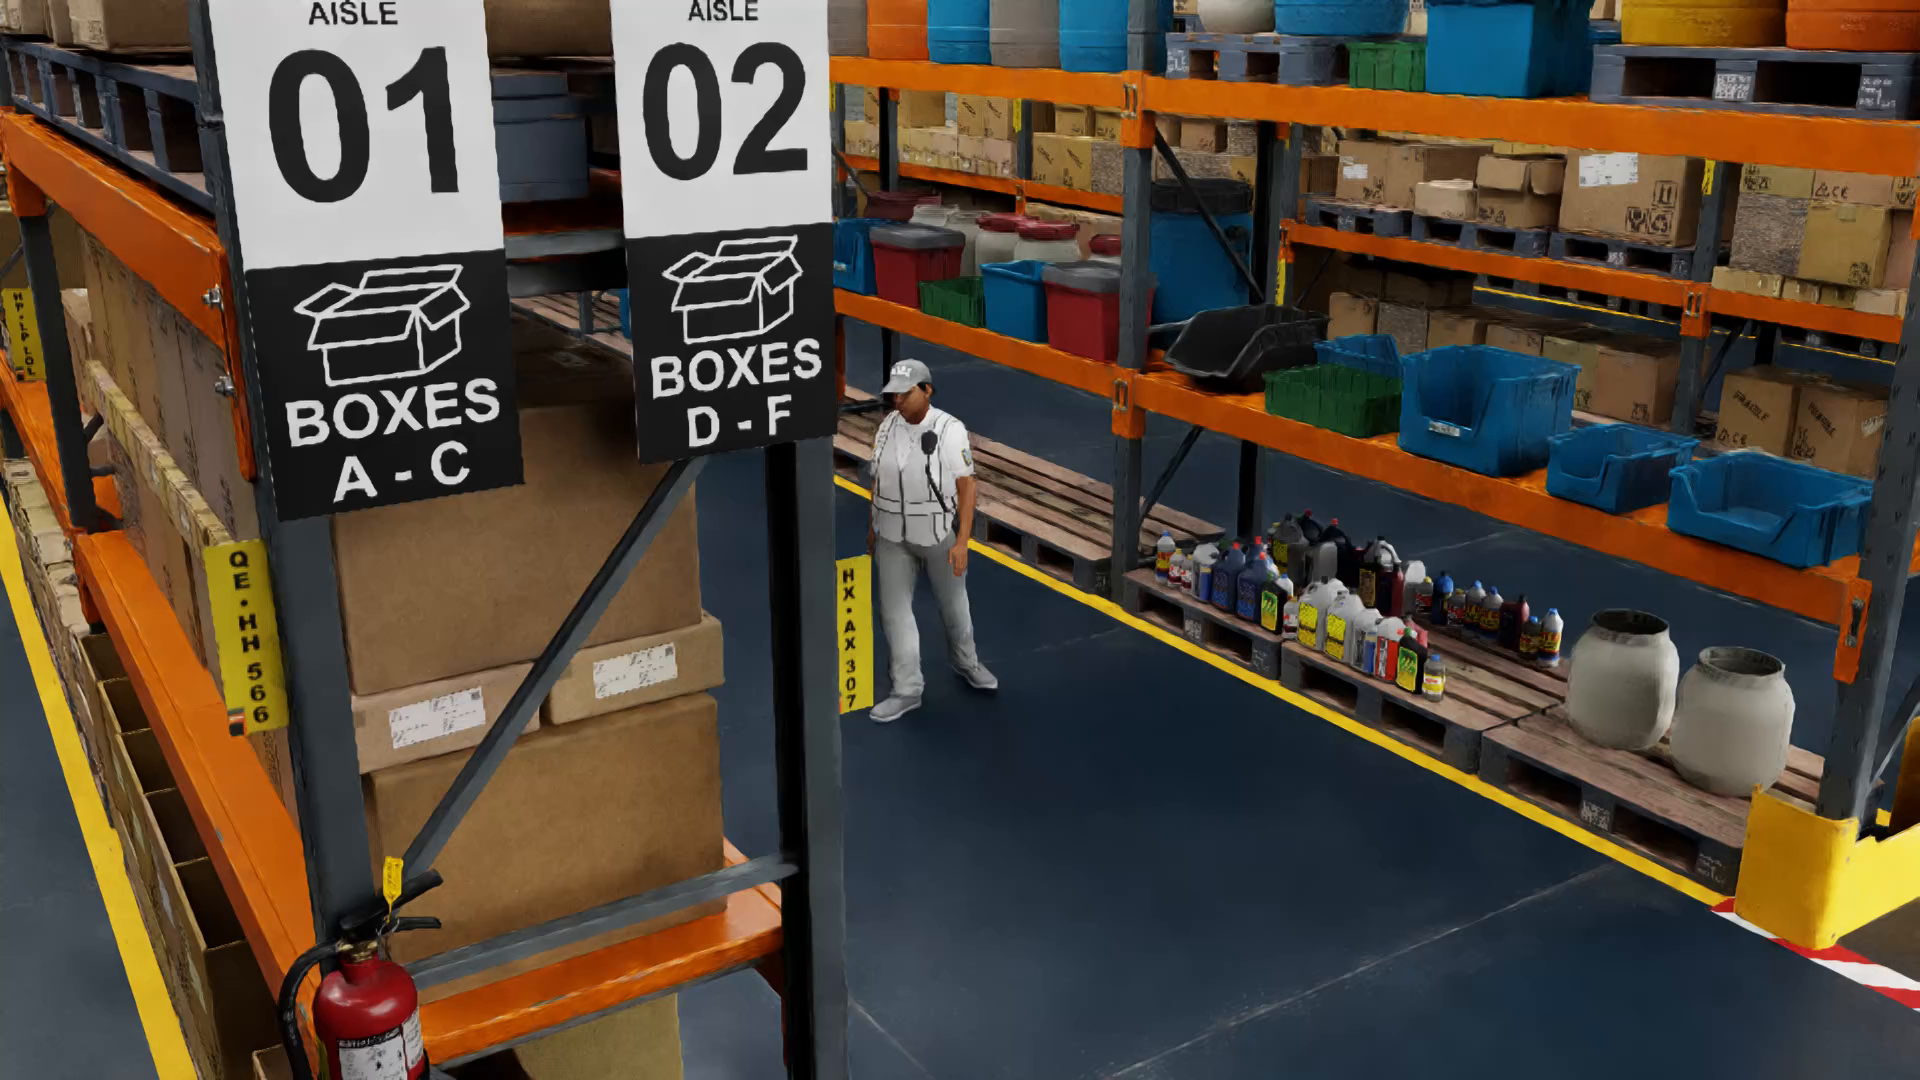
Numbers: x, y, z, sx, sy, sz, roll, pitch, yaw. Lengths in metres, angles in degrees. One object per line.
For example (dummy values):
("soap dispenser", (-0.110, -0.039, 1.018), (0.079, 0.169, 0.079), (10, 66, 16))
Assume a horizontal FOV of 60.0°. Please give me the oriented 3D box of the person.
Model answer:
("person", (-0.163, -0.025, 7.644), (0.603, 1.655, 0.659), (7, 19, 19))
